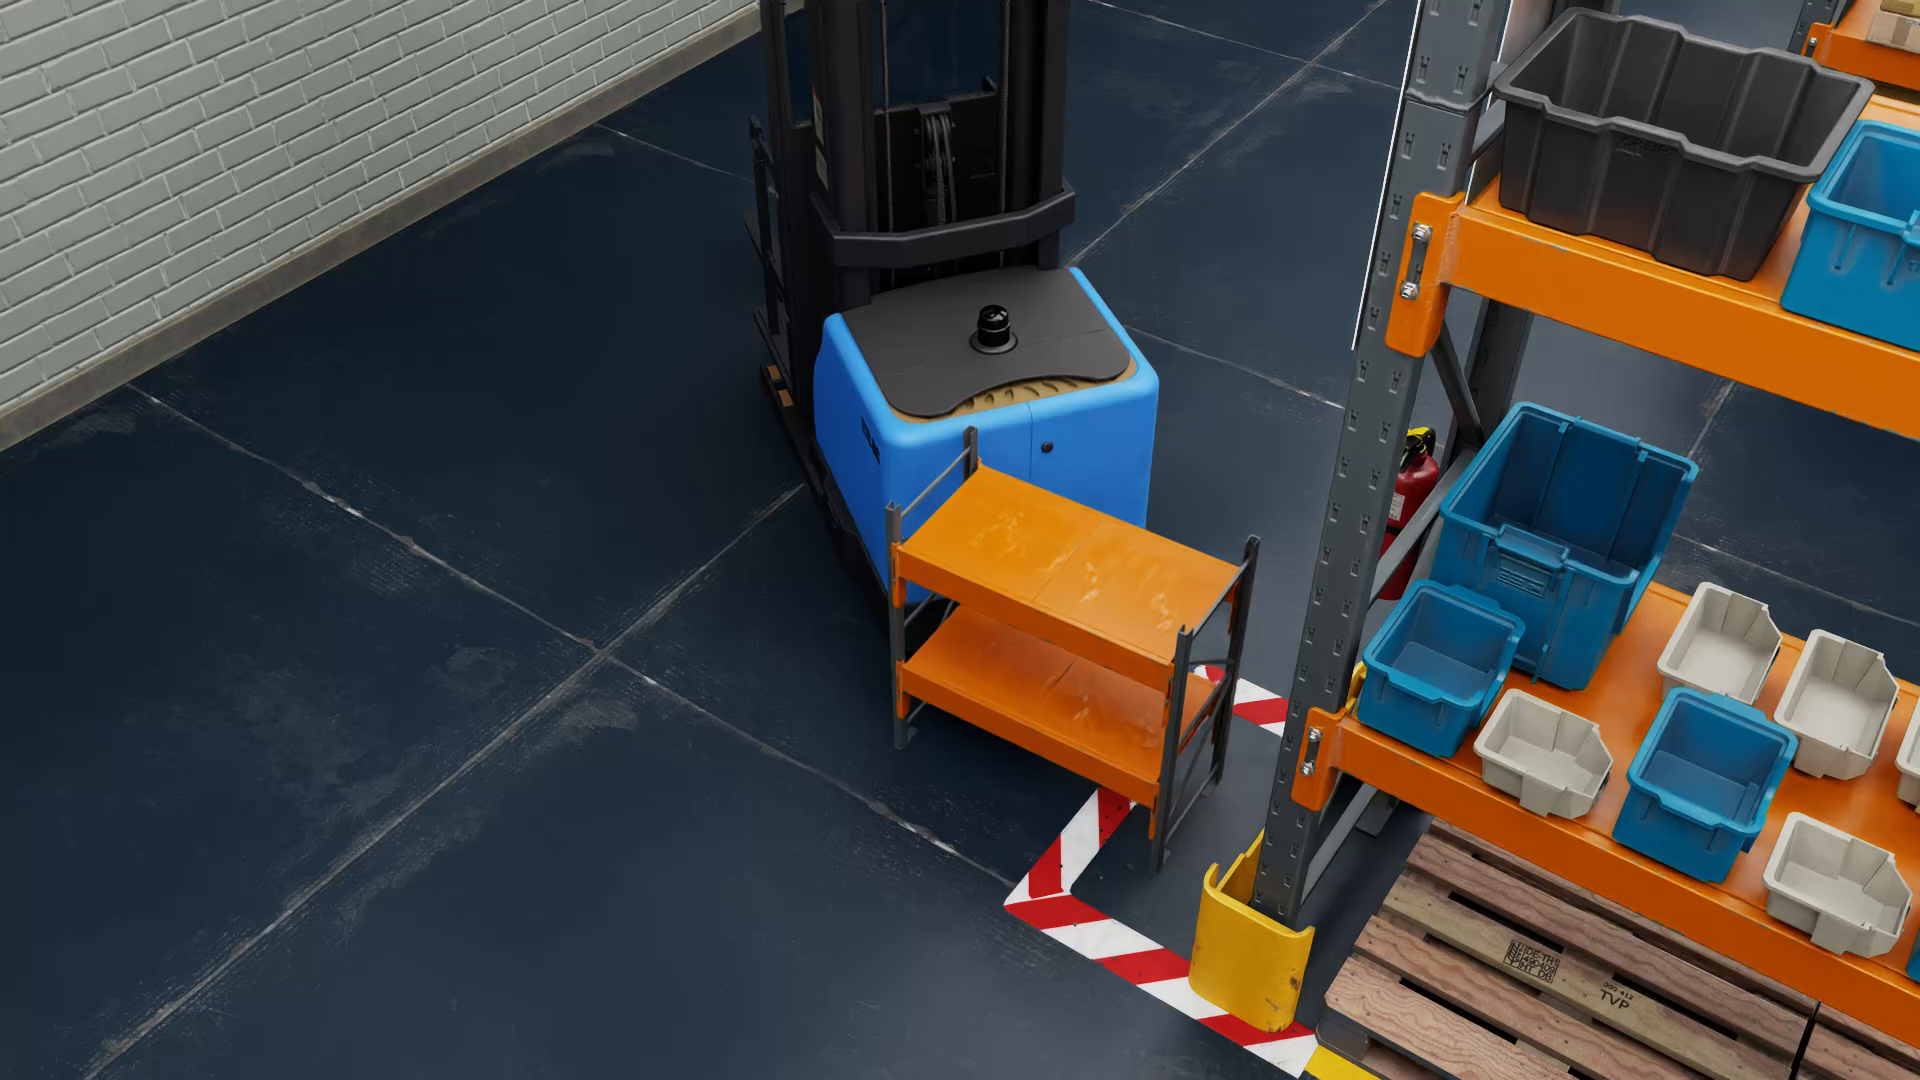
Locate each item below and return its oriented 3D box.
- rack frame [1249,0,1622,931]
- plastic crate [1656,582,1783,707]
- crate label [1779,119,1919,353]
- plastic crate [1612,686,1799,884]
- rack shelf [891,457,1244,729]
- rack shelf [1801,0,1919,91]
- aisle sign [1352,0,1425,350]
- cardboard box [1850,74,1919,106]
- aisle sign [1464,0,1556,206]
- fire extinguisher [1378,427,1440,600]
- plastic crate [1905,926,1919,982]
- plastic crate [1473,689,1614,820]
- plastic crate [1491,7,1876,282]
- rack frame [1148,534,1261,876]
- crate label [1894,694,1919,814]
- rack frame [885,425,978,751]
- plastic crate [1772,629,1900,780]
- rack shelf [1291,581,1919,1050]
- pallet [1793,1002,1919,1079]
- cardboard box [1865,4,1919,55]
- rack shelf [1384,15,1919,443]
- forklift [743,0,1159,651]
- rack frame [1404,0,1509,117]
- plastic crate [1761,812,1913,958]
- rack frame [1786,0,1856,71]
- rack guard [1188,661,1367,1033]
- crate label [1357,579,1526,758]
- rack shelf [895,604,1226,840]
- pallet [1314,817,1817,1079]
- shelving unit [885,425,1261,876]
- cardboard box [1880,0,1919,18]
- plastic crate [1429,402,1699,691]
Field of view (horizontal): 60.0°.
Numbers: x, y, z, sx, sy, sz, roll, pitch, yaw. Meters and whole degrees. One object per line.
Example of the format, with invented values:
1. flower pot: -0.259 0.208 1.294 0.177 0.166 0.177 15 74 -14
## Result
1. rack frame: 1.193 0.021 4.477 0.127 3.000 1.000 25 48 25
2. plastic crate: 1.964 0.310 4.306 0.243 0.136 0.396 25 48 25
3. crate label: 1.763 -0.512 2.934 0.502 0.251 0.408 25 48 25
4. plastic crate: 1.745 0.587 3.925 0.300 0.233 0.416 25 48 25
5. rack shelf: 0.341 0.147 5.303 1.000 0.278 0.538 23 47 24
6. rack shelf: 5.674 -1.649 6.883 4.000 0.370 1.077 25 48 25
7. aisle sign: 0.963 -0.813 3.460 0.004 0.787 0.394 25 48 25
8. cardboard box: 4.607 -1.846 7.842 0.875 0.875 0.875 25 48 25
9. aisle sign: 1.302 -1.135 3.820 0.004 0.787 0.394 25 48 25
10. fire extinguisher: 1.330 -0.117 4.969 0.183 0.674 0.296 25 48 25
11. plastic crate: 2.284 0.839 3.643 0.300 0.233 0.416 25 48 25
12. plastic crate: 1.421 0.539 4.051 0.298 0.136 0.250 25 48 25
13. plastic crate: 1.348 -0.749 3.186 0.590 0.269 0.497 25 48 25
14. rack frame: 0.771 0.547 5.295 0.032 1.125 0.500 23 47 24
15. crate label: 2.435 0.522 4.069 0.243 0.136 0.396 25 48 25
16. rack frame: -0.088 0.184 5.701 0.032 1.125 0.500 23 47 24
17. plastic crate: 2.193 0.429 4.174 0.243 0.136 0.396 25 48 25
18. rack shelf: 2.830 1.055 3.861 4.000 0.370 1.077 25 48 25
19. pallet: 2.840 1.865 4.508 1.213 0.211 1.003 25 48 25
20. cardboard box: 4.138 -2.273 7.230 0.250 0.149 0.380 26 48 26
21. rack shelf: 2.830 -0.063 2.861 4.000 0.370 1.077 25 48 25
22. forklift: -0.252 -1.673 6.422 1.130 2.935 3.031 -13 43 -14
23. rack frame: 1.193 -2.215 2.477 0.127 3.000 1.000 25 48 25
24. plastic crate: 1.976 0.799 3.760 0.298 0.136 0.250 25 48 25
25. rack frame: 4.037 -2.683 7.499 0.127 3.000 1.000 25 48 25
26. rack guard: 1.166 0.950 5.313 0.348 0.500 1.175 25 48 25
27. crate label: 1.206 0.335 4.206 0.303 0.233 0.416 25 48 25
28. rack shelf: 0.341 0.548 5.661 1.000 0.278 0.538 23 47 24
29. pallet: 1.846 1.397 5.030 1.213 0.211 1.003 25 48 25
30. shelving unit: 0.341 0.365 5.498 1.048 1.125 0.538 23 47 24
31. cardboard box: 4.275 -2.407 7.080 0.500 0.250 0.500 24 47 24
32. plastic crate: 1.574 0.012 4.416 0.499 0.435 0.616 25 48 25
